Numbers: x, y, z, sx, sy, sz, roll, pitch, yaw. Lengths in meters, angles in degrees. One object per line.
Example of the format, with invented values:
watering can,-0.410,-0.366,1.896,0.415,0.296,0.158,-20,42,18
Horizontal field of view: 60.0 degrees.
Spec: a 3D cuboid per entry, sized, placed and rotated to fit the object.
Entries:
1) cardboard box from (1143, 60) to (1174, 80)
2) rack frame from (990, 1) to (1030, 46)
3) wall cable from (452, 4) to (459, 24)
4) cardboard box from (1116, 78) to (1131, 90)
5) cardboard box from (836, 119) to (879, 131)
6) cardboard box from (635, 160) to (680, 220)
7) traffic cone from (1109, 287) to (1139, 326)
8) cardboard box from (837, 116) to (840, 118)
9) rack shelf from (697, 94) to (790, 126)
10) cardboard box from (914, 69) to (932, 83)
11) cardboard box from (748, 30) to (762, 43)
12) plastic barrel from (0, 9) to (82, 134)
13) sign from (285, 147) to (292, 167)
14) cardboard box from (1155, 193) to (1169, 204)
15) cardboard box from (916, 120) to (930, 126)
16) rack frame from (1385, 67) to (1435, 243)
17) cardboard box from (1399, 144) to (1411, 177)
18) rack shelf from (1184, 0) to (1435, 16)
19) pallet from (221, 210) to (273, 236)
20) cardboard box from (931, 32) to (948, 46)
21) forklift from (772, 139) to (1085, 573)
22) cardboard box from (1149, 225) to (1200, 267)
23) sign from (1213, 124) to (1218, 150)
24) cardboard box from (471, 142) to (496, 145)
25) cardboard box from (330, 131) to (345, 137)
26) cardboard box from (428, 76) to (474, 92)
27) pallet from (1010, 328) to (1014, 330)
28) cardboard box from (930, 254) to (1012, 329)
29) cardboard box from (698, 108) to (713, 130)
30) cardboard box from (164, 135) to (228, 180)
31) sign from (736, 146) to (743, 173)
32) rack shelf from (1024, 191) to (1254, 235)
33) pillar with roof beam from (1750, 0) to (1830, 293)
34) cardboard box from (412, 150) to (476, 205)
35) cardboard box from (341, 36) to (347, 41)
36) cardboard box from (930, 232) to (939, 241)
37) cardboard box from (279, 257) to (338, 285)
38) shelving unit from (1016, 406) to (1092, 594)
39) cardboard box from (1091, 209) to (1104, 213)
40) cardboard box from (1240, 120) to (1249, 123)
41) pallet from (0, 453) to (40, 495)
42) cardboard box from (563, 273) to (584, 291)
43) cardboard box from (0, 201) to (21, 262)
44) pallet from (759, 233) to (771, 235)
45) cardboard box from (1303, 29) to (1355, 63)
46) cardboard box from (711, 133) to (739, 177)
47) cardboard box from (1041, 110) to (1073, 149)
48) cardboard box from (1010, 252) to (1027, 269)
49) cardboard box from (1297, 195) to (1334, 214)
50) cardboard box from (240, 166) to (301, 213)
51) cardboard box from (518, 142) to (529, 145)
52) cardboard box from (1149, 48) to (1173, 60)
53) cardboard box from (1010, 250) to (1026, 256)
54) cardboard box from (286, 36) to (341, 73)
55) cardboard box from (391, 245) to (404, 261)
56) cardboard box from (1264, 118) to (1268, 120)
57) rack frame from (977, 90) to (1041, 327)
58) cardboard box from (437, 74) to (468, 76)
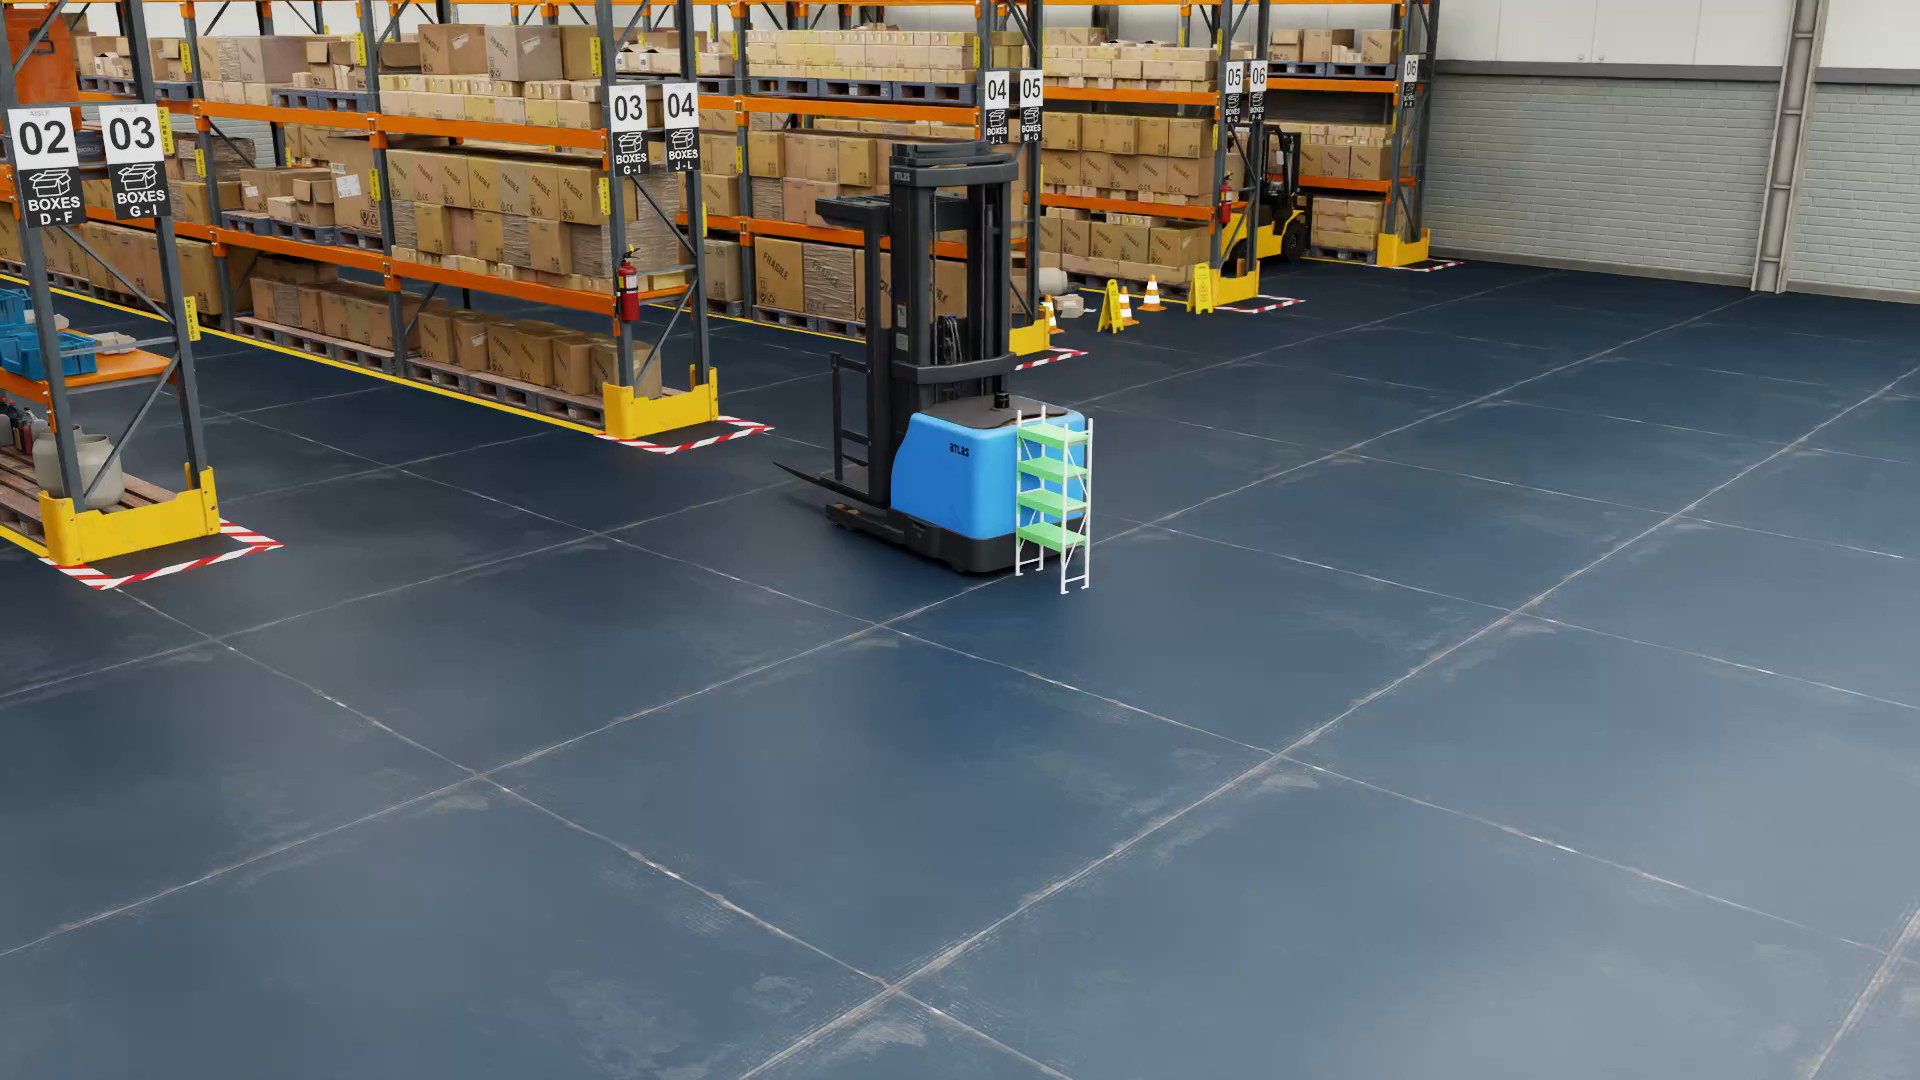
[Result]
cardboard box,2.838,-6.401,22.619,0.500,0.250,0.500,15,23,39
rack frame,0.774,-8.417,24.257,0.127,3.000,1.000,15,23,39
wall cable,-10.264,-12.715,37.738,0.133,3.039,2.988,15,23,39
cardboard box,2.375,-6.336,23.075,0.250,0.149,0.380,14,22,38
cardboard box,-1.640,-6.505,26.798,0.500,0.500,0.500,17,24,42
cardboard box,-3.042,-3.350,15.900,0.500,0.500,0.500,15,23,39
traffic cone,2.106,-3.020,21.364,0.334,0.463,0.336,15,23,39
cardboard box,-2.854,-9.075,34.763,0.500,0.500,0.500,14,23,38
rack shelf,-3.931,-5.906,22.492,4.000,0.370,1.077,15,23,39
cardboard box,-0.298,-5.264,18.838,0.250,0.149,0.380,15,23,40
cardboard box,-2.389,-6.205,20.484,0.250,0.149,0.380,15,23,40
plastic barrel,-6.547,-3.295,11.673,0.708,0.830,0.600,15,23,39
sign,-8.442,-4.757,20.860,0.005,0.325,0.100,15,23,39
cardboard box,2.904,-4.744,23.015,0.250,0.149,0.380,15,23,38
cardboard box,-0.465,-6.483,25.658,0.250,0.149,0.380,14,22,37
rack frame,7.058,-5.878,26.175,0.127,3.000,1.000,15,23,39
cardboard box,6.872,-6.088,26.671,0.500,0.500,0.500,16,24,41
rack shelf,5.562,-8.606,26.702,4.000,0.370,1.077,15,23,39
pallet,-8.191,-3.908,20.285,1.003,0.211,1.213,15,23,39
cardboard box,-0.107,-5.593,18.557,0.250,0.149,0.380,15,23,40
forklift,-0.386,-1.548,12.643,1.130,2.935,3.031,-13,22,-36
cardboard box,2.994,-4.103,23.194,0.500,0.500,0.500,15,23,40
sign,3.383,-5.335,22.028,0.005,0.325,0.100,15,23,39
cardboard box,-7.064,-5.839,24.790,0.250,0.149,0.380,17,24,42
cardboard box,-10.098,-6.560,27.665,0.500,0.500,0.500,14,23,38
cardboard box,-5.119,-4.592,16.752,0.250,0.149,0.380,16,24,41
pallet,-0.094,-2.428,19.913,1.213,0.211,1.003,15,23,39
cardboard box,0.005,-2.923,19.681,0.875,0.875,0.875,15,23,40
cardboard box,-4.298,-7.338,28.955,0.500,0.500,0.500,14,23,38
cardboard box,-9.817,-4.926,21.352,0.637,0.503,0.797,16,23,40
sign,-2.788,-4.807,21.016,0.005,0.325,0.100,15,23,39
rack shelf,2.270,-4.813,24.008,4.000,0.370,1.077,15,23,39
pillar with roof beam,8.766,-6.903,19.486,0.400,9.000,9.100,15,23,39
cardboard box,-5.261,-3.734,17.107,0.500,0.500,0.500,15,23,39
cardboard box,-9.819,-8.065,26.869,0.250,0.149,0.380,15,23,39
cardboard box,-0.177,-3.856,19.554,0.550,0.550,0.875,15,23,39
cardboard box,-7.871,-3.262,20.098,0.500,0.250,0.500,-15,23,-40
shelving unit,0.645,-0.282,11.516,0.258,1.200,0.503,-13,22,-36
cardboard box,2.530,-6.160,30.294,0.625,0.625,0.875,14,22,37
cardboard box,4.685,-6.893,27.642,0.250,0.149,0.380,16,23,40
pallet,-7.700,-0.477,13.764,1.213,0.211,1.003,15,23,39
cardboard box,-3.570,-2.492,15.921,0.250,0.149,0.380,15,23,39
cardboard box,-14.247,-4.802,25.602,0.875,0.875,0.875,15,23,39
pallet,-2.757,-5.207,28.670,1.213,0.211,1.003,15,23,39
cardboard box,5.866,-7.865,26.453,0.500,0.500,0.700,15,23,40
cardboard box,-2.811,-5.040,21.716,0.500,0.500,0.700,15,23,38
cardboard box,1.327,-5.979,24.182,0.500,0.500,0.700,15,23,40
cardboard box,0.673,-3.844,23.895,0.500,0.500,0.500,-3,18,-8
cardboard box,5.737,-5.467,27.076,0.500,0.250,0.500,15,23,40
cardboard box,-8.365,-4.267,20.239,0.500,0.500,0.500,12,21,33
cardboard box,-6.429,-5.932,25.082,0.250,0.149,0.380,16,24,42
cardboard box,2.791,-6.616,22.637,0.250,0.149,0.380,15,23,40
cardboard box,1.037,-4.268,24.952,0.500,0.250,0.500,14,22,37
cardboard box,-7.521,-5.592,19.322,0.500,0.500,0.500,16,23,40
cardboard box,-5.842,-3.085,17.788,0.250,0.149,0.380,15,23,39
cardboard box,5.101,-7.038,28.101,0.250,0.149,0.380,14,23,38
rack frame,0.556,-3.614,19.041,0.127,3.000,1.000,15,23,39
cardboard box,-5.229,-4.790,17.375,0.250,0.149,0.380,15,23,40
